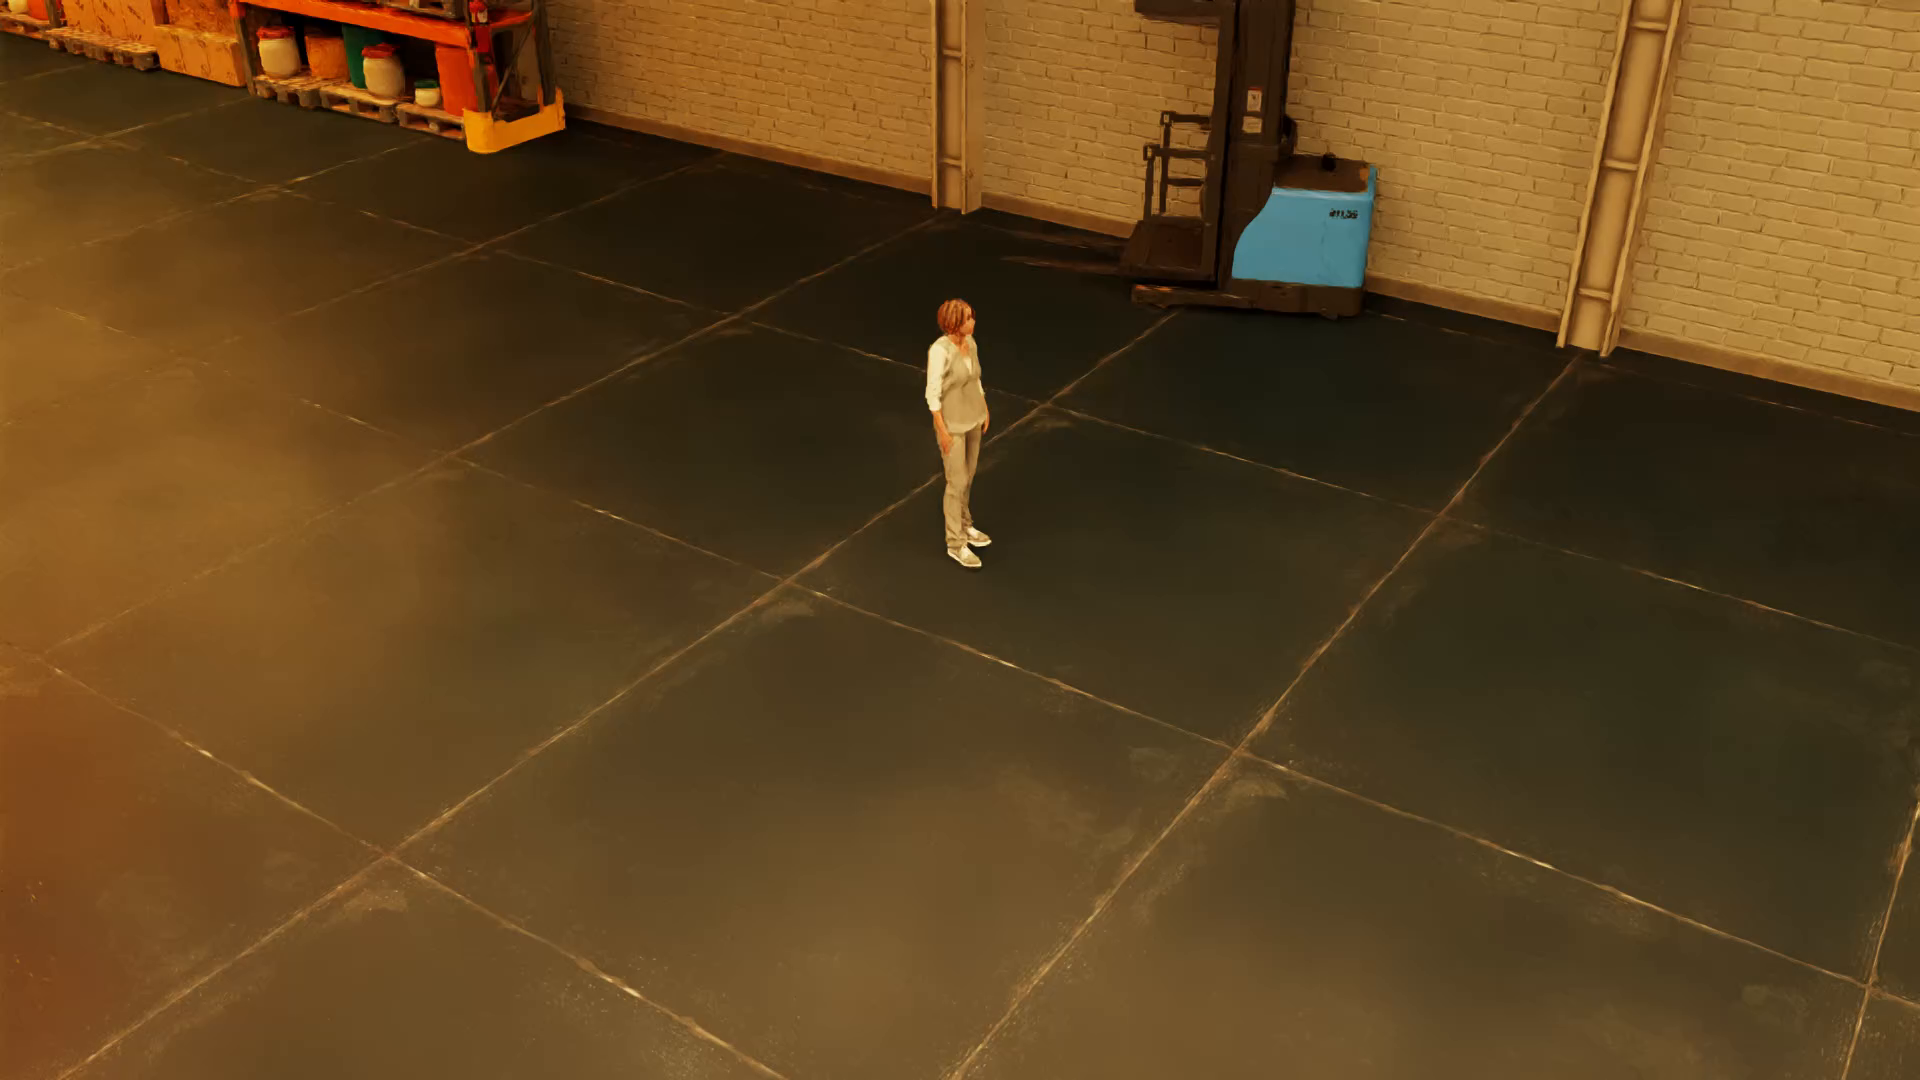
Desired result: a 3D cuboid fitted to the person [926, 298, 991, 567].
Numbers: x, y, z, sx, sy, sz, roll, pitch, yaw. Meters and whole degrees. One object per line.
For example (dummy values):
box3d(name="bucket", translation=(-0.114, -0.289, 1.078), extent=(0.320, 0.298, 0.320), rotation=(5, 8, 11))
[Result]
box3d(name="person", translation=(0.054, -0.670, 10.050), extent=(0.474, 1.597, 0.521), rotation=(19, 35, 29))

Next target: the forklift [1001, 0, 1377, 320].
box3d(name="forklift", translation=(1.899, -3.448, 13.519), extent=(3.031, 2.935, 1.130), rotation=(7, 31, 12))
